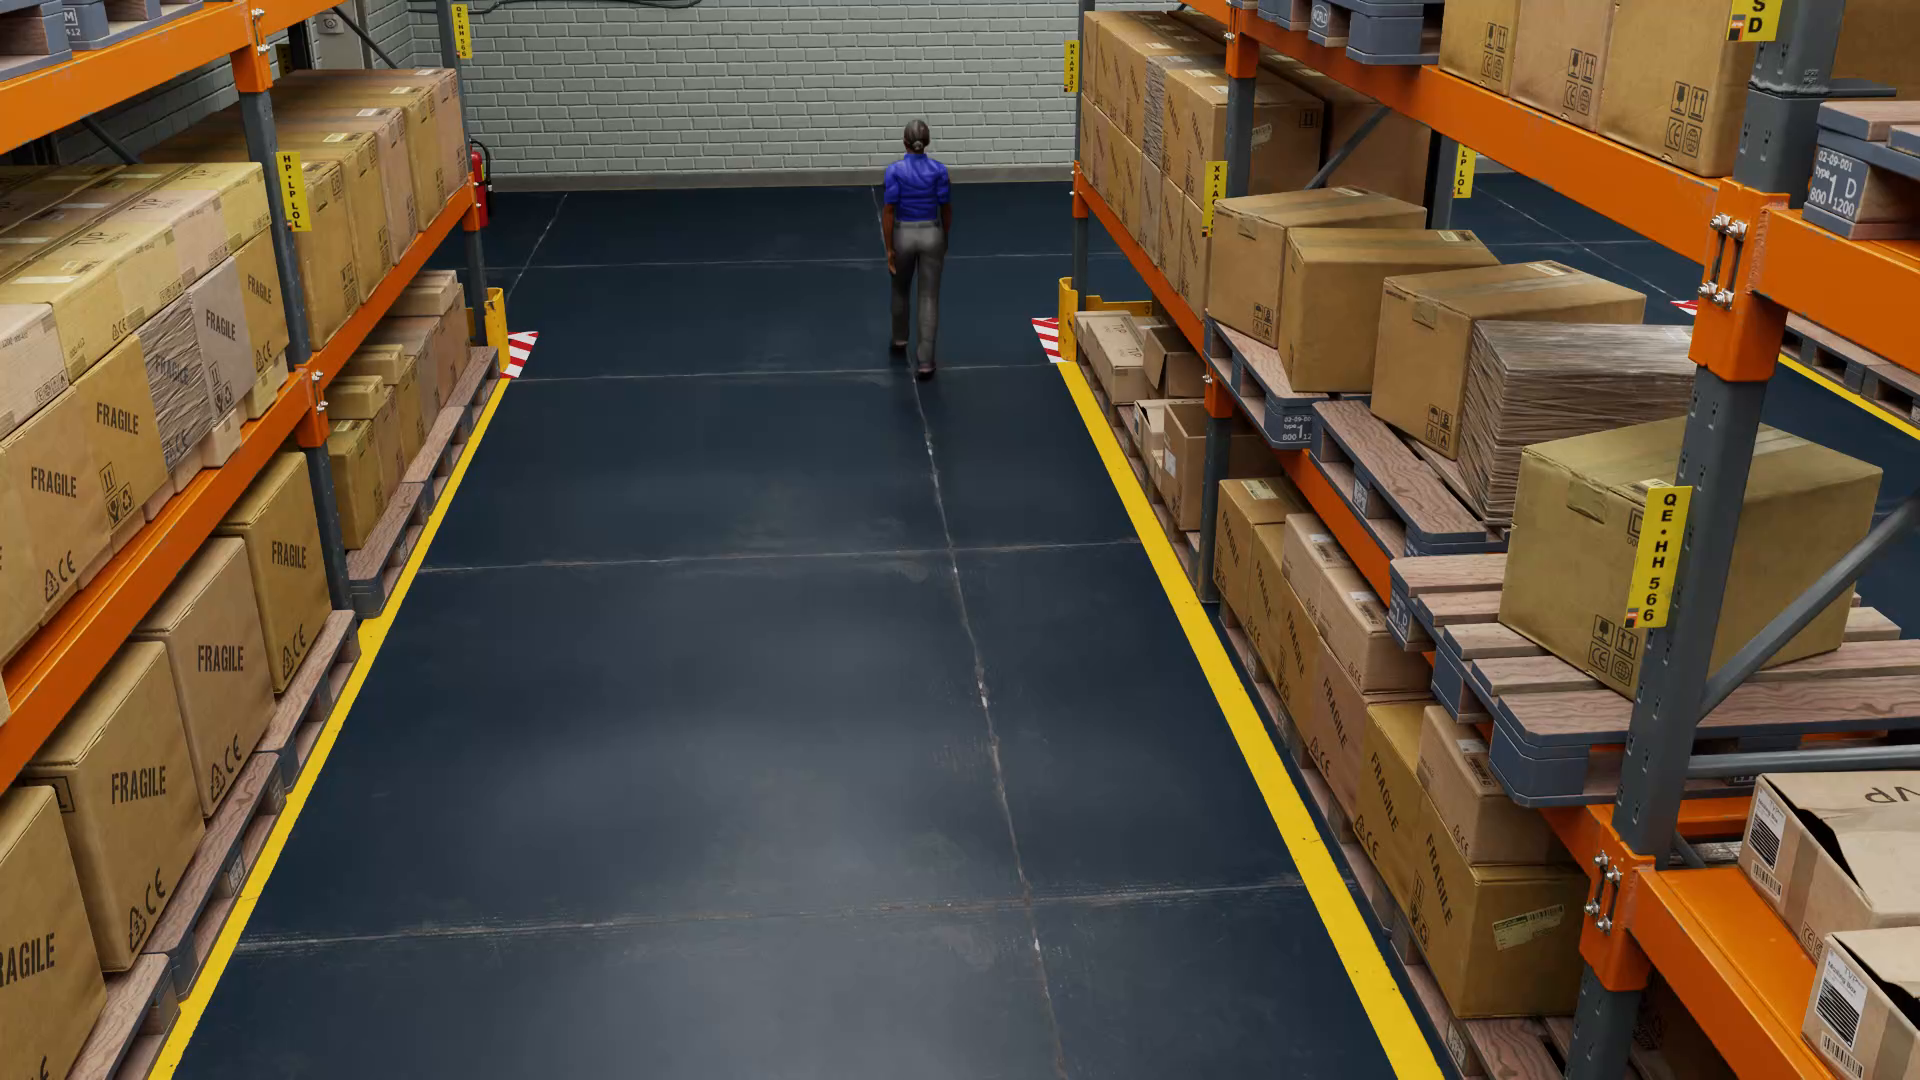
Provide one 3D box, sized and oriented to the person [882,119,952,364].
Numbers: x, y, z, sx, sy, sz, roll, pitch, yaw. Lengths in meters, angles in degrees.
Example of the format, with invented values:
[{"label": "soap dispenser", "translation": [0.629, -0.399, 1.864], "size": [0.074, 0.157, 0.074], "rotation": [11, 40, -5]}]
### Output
[{"label": "person", "translation": [-0.280, -1.989, 10.979], "size": [0.460, 1.528, 0.767], "rotation": [-1, 24, -2]}]
